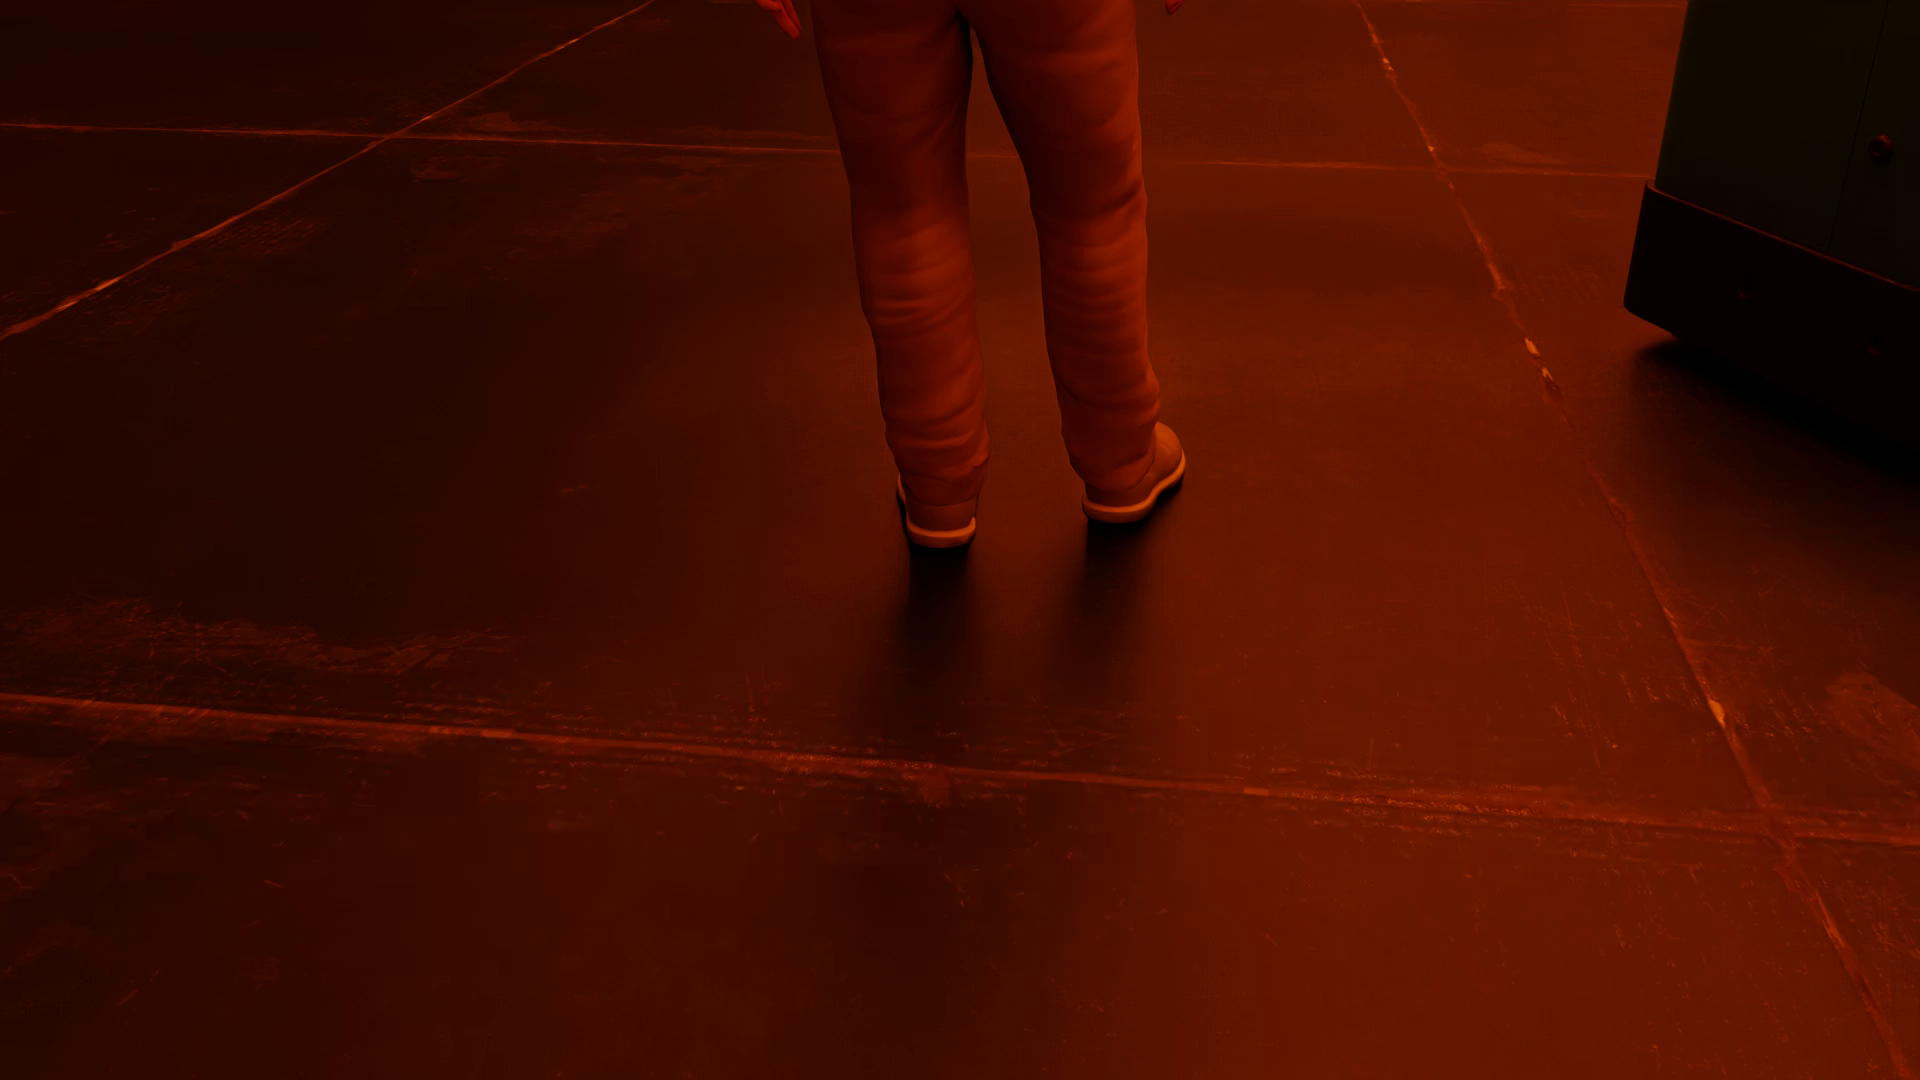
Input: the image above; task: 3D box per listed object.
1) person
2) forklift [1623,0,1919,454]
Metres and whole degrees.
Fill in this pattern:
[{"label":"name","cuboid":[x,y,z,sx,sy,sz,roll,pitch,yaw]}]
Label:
[{"label":"person","cuboid":[0.023,-0.820,2.189,0.641,1.728,0.550,3,27,7]},{"label":"forklift","cuboid":[2.872,-1.697,2.619,3.031,2.935,1.130,-8,28,-15]}]
